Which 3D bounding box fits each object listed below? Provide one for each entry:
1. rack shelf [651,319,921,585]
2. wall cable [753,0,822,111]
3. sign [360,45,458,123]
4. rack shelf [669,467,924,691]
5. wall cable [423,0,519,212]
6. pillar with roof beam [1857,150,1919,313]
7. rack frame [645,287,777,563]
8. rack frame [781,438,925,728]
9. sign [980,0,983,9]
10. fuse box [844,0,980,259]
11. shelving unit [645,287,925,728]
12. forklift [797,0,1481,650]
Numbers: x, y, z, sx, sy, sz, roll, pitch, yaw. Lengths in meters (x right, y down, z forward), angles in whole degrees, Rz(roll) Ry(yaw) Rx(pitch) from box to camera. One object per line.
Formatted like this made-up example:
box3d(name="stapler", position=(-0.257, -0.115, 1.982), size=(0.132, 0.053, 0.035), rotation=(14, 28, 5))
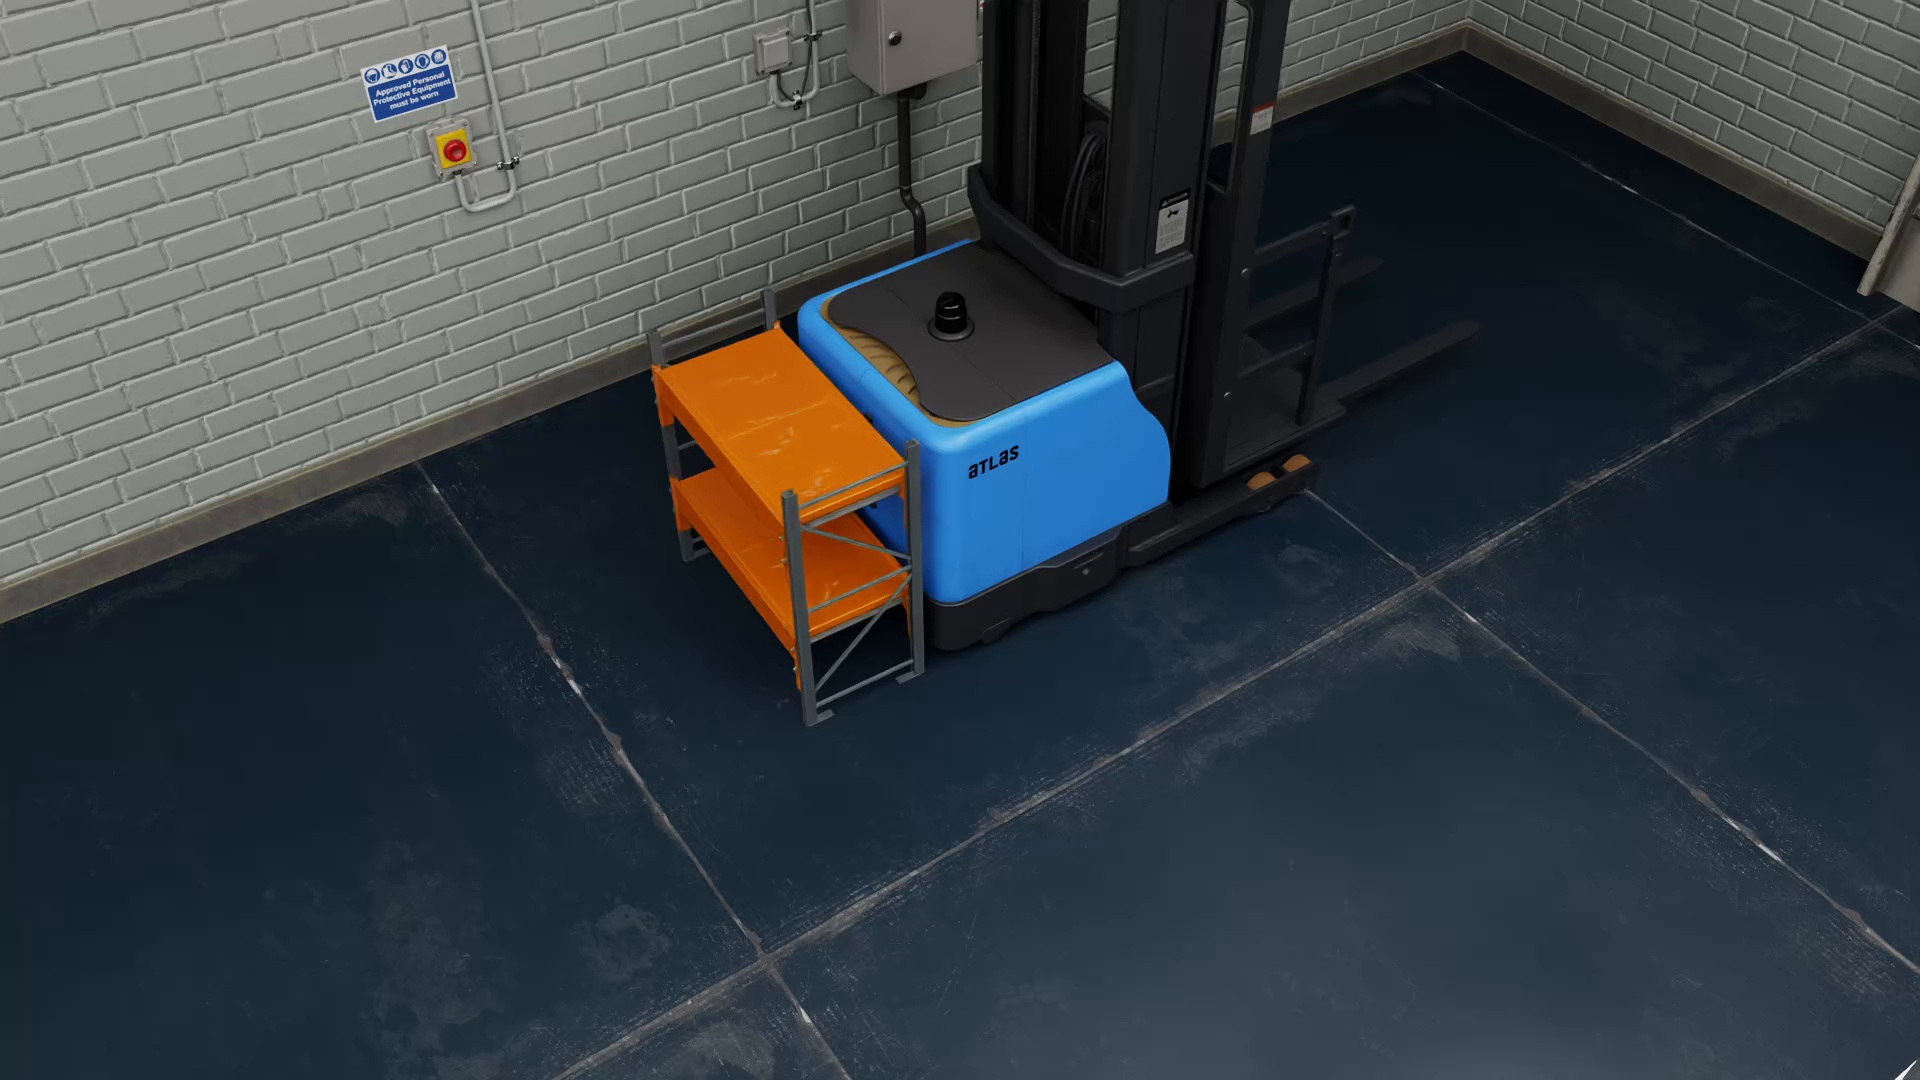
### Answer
box3d(name="rack shelf", position=(-0.624, -0.334, 5.861), size=(0.538, 0.278, 1.000), rotation=(-24, 49, -23))
box3d(name="wall cable", position=(-0.801, -2.507, 6.468), size=(0.588, 1.984, 0.122), rotation=(-26, 49, -24))
box3d(name="sign", position=(-2.033, -1.686, 6.148), size=(0.327, 0.218, 0.001), rotation=(-26, 49, -24))
box3d(name="rack shelf", position=(-0.624, 0.054, 6.232), size=(0.538, 0.278, 1.000), rotation=(-24, 49, -23))
box3d(name="wall cable", position=(-1.958, -1.951, 5.863), size=(0.585, 1.953, 0.123), rotation=(-26, 49, -24))
box3d(name="pillar with roof beam", position=(1.022, -2.704, 3.065), size=(9.100, 9.000, 0.400), rotation=(-26, 49, -24))
box3d(name="rack frame", position=(-0.898, -0.418, 6.373), size=(0.500, 1.125, 0.032), rotation=(-24, 49, -23))
box3d(name="rack frame", position=(-0.351, 0.174, 5.754), size=(0.500, 1.125, 0.032), rotation=(-24, 49, -23))
box3d(name="sign", position=(0.135, -2.598, 7.368), size=(0.329, 0.494, 0.001), rotation=(-26, 49, -24))
box3d(name="fuse box", position=(-0.152, -1.854, 7.453), size=(0.539, 1.711, 0.414), rotation=(-26, 49, -24))
box3d(name="shelving unit", position=(-0.624, -0.122, 6.063), size=(0.538, 1.125, 1.048), rotation=(-24, 49, -23))
box3d(name="forklift", position=(0.890, -1.454, 6.150), size=(3.031, 2.935, 1.130), rotation=(-25, 49, -24))
